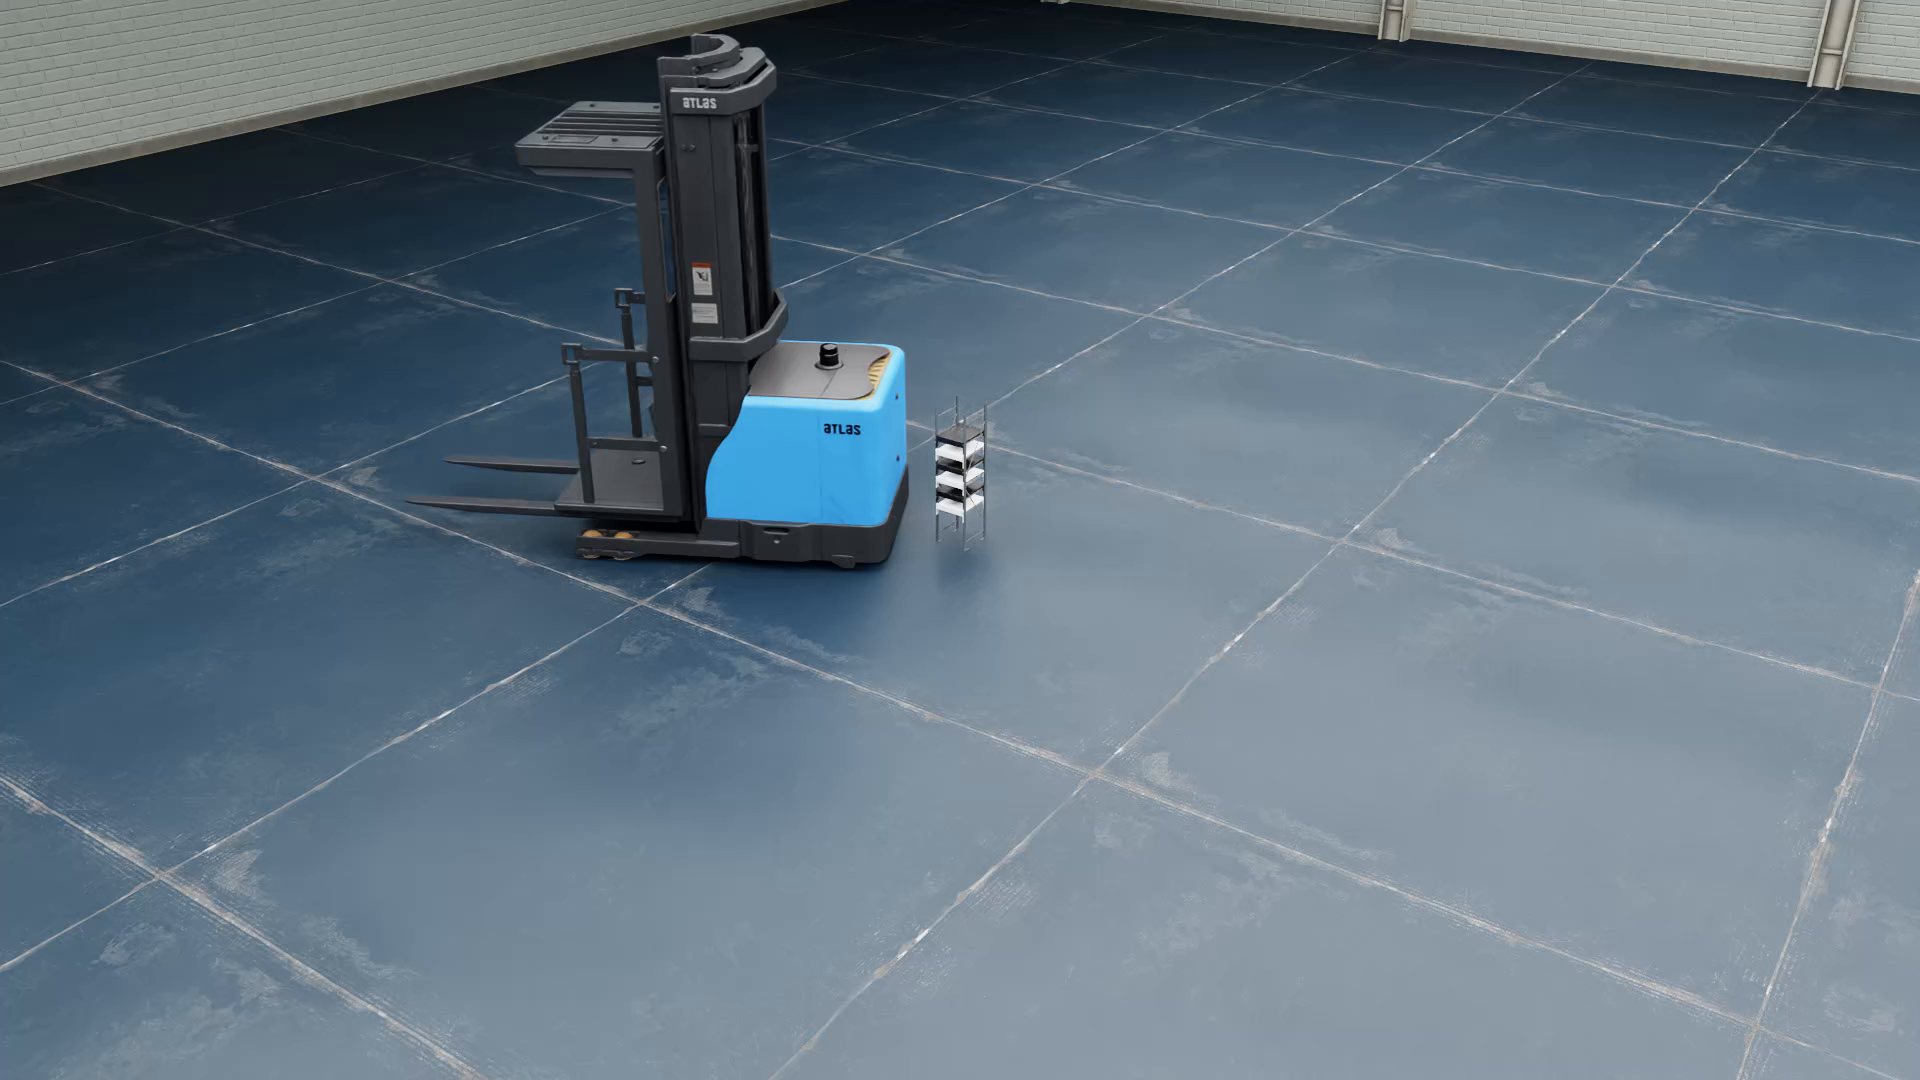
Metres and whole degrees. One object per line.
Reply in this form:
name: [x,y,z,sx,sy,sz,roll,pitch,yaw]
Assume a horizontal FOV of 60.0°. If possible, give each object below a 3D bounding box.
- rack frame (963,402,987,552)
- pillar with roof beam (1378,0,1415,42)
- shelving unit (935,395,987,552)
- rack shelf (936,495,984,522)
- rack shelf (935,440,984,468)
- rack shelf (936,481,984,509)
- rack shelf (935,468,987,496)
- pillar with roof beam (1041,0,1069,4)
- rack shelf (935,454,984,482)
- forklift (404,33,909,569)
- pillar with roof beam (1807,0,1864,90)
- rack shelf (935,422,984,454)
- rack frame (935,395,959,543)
rack frame: [0.090,-0.373,9.990,0.006,0.900,0.240,17,32,30]
pillar with roof beam: [4.121,-9.980,19.939,0.400,9.000,9.100,17,32,30]
shelving unit: [0.007,-0.399,10.042,0.210,0.900,0.258,17,32,30]
rack shelf: [0.007,-0.209,10.139,0.200,0.077,0.258,17,32,30]
rack shelf: [0.007,-0.530,9.975,0.200,0.077,0.258,17,32,30]
rack shelf: [0.007,-0.289,10.098,0.200,0.077,0.258,17,32,30]
rack shelf: [0.007,-0.369,10.057,0.200,0.077,0.258,17,32,30]
pillar with roof beam: [-0.825,-11.521,22.967,0.400,9.000,9.100,17,32,30]
rack shelf: [0.007,-0.449,10.016,0.200,0.077,0.258,17,32,30]
forklift: [-1.881,-1.417,9.803,3.031,2.935,1.130,3,27,6]
pillar with roof beam: [9.067,-8.439,16.912,0.400,9.000,9.100,17,32,30]
rack shelf: [0.007,-0.610,9.934,0.200,0.077,0.258,17,32,30]
rack frame: [-0.077,-0.425,10.093,0.006,0.900,0.240,17,32,30]
